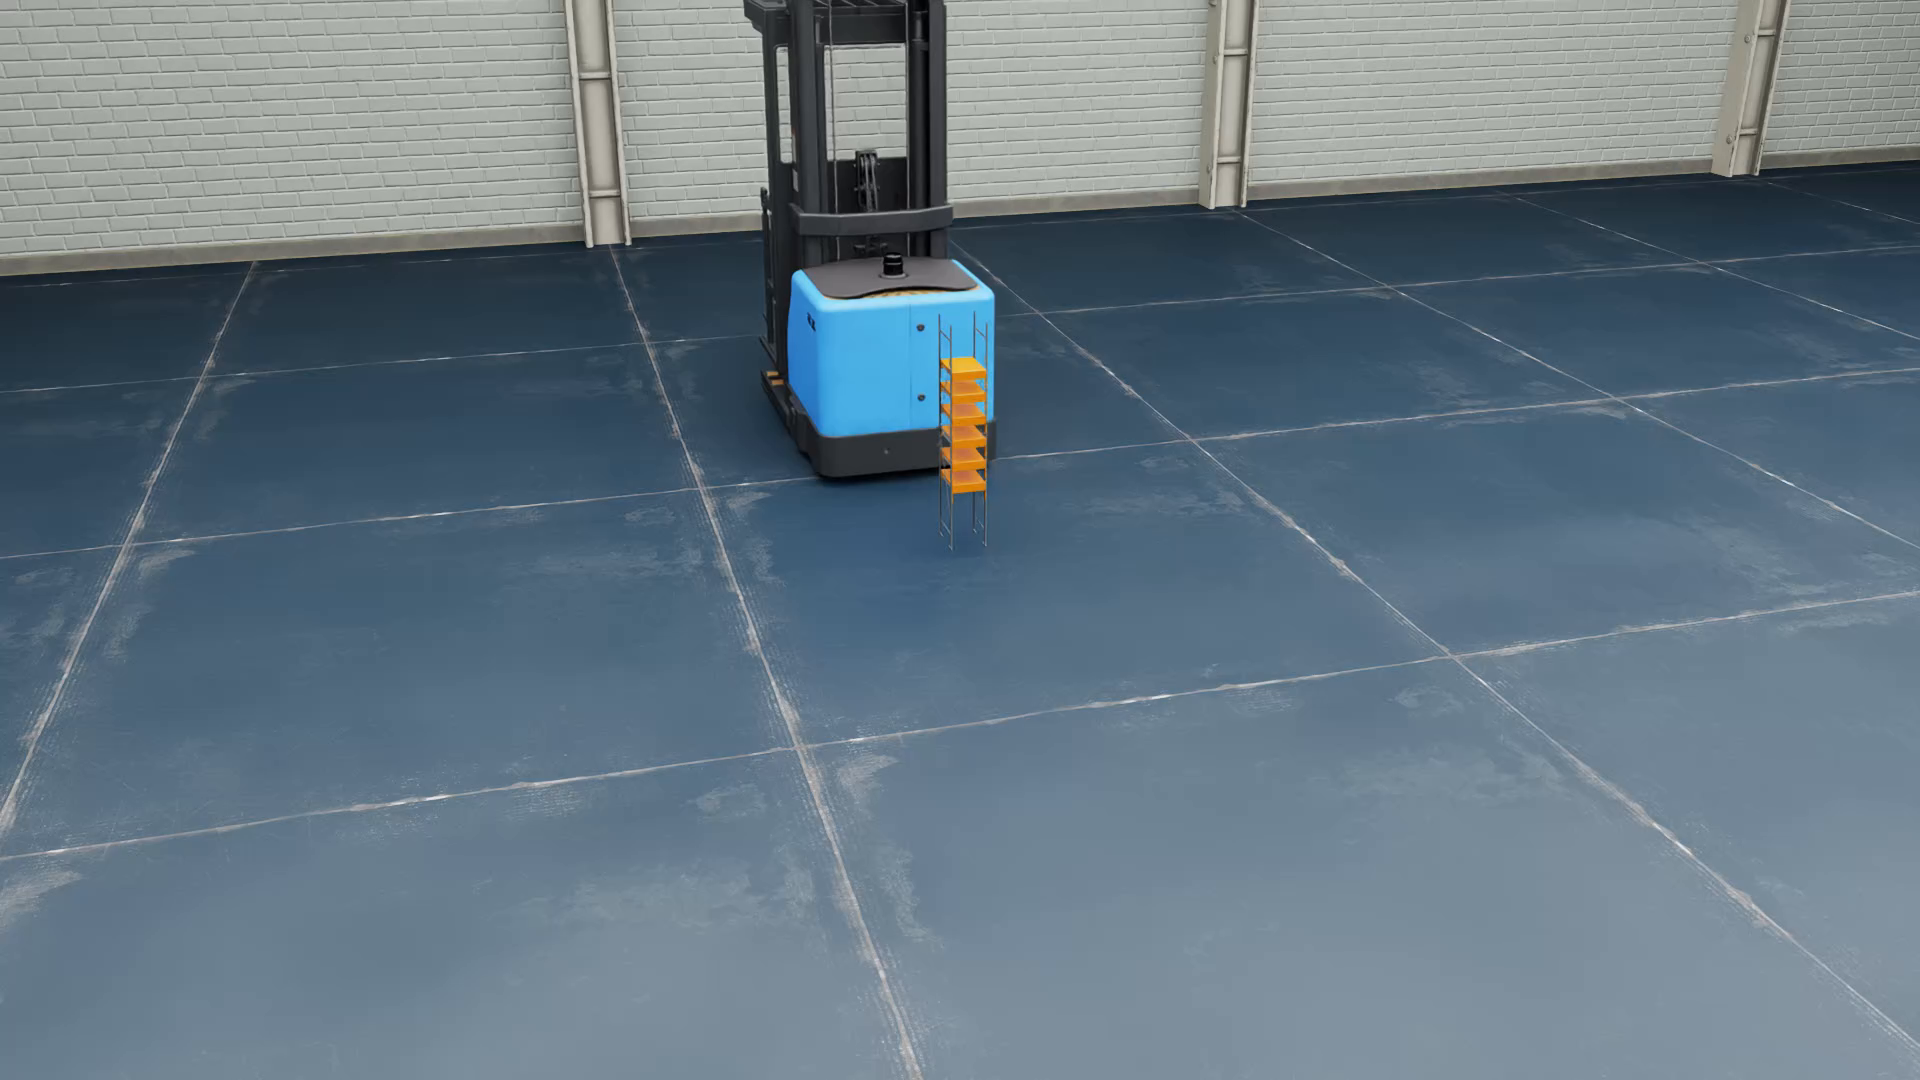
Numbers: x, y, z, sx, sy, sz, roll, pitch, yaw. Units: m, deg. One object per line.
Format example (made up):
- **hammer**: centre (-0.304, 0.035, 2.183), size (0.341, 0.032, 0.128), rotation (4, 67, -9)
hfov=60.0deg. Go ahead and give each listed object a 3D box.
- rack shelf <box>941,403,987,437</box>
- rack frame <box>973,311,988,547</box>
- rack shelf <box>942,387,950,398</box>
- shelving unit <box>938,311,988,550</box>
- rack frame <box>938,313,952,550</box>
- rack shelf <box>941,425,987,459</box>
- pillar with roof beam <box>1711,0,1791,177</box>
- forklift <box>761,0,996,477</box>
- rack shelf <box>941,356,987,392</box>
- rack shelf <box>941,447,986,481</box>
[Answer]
- **rack shelf**: centre (0.014, -0.622, 8.487), size (0.180, 0.103, 0.258), rotation (-6, 24, -14)
- **rack frame**: centre (0.102, -0.563, 8.540), size (0.006, 1.200, 0.240), rotation (-6, 24, -14)
- **rack shelf**: centre (0.014, -0.751, 8.432), size (0.166, 0.020, 0.199), rotation (-6, 24, -14)
- **shelving unit**: centre (0.014, -0.553, 8.517), size (0.189, 1.200, 0.258), rotation (-6, 24, -14)
- **rack frame**: centre (-0.074, -0.543, 8.494), size (0.006, 1.200, 0.240), rotation (-6, 24, -14)
- **rack shelf**: centre (0.014, -0.512, 8.535), size (0.180, 0.103, 0.258), rotation (-6, 24, -14)
- **pillar with roof beam**: centre (9.537, -6.469, 12.413), size (0.400, 9.000, 9.100), rotation (-6, 24, -14)
- **forklift**: centre (-0.682, -2.257, 10.292), size (1.130, 2.935, 3.031), rotation (-6, 24, -14)
- **rack shelf**: centre (0.014, -0.843, 8.393), size (0.180, 0.103, 0.258), rotation (-6, 24, -14)
- **rack shelf**: centre (0.014, -0.402, 8.582), size (0.180, 0.103, 0.258), rotation (-6, 24, -14)
